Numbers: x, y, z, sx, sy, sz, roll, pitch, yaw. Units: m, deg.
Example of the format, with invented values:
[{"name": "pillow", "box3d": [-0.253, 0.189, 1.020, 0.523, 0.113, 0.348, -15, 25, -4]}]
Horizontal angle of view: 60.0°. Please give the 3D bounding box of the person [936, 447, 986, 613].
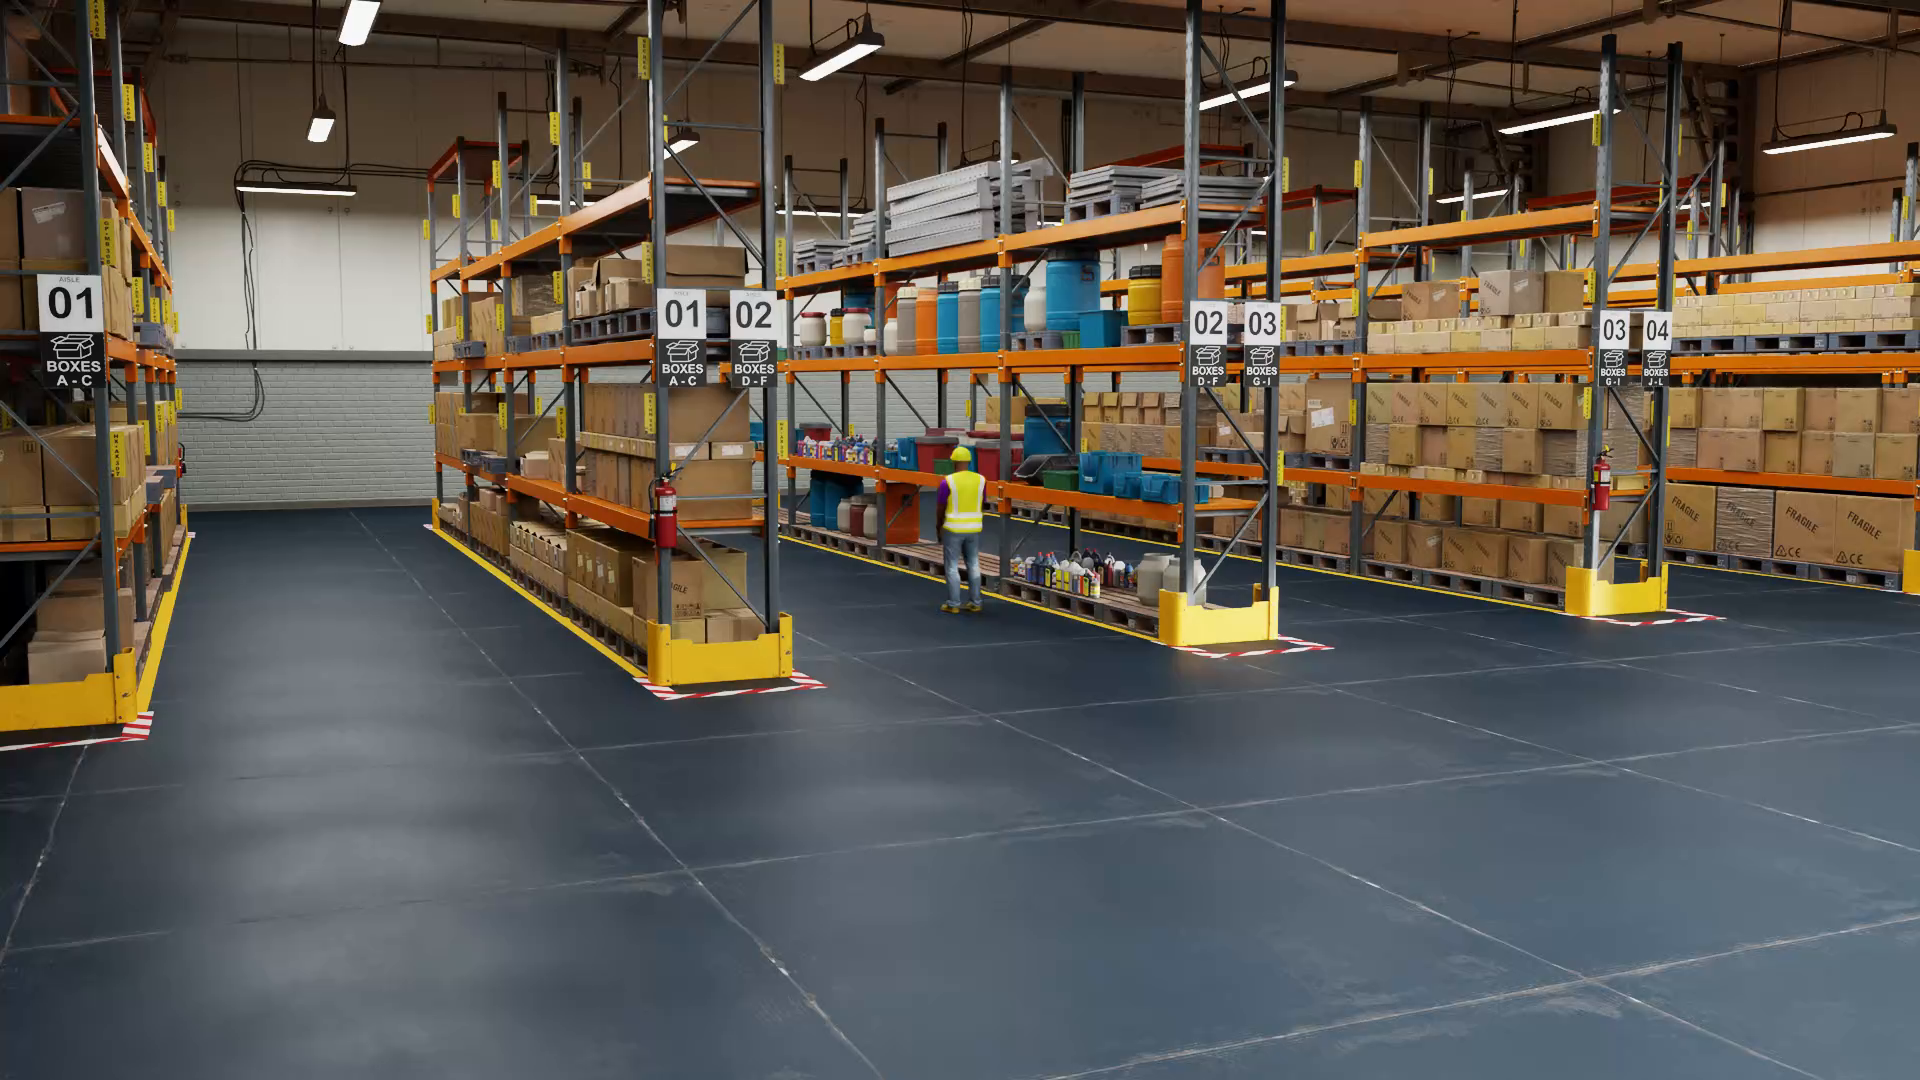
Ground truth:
[{"name": "person", "box3d": [-0.008, -0.114, 17.844, 0.558, 1.769, 0.520, -2, 6, -24]}]
